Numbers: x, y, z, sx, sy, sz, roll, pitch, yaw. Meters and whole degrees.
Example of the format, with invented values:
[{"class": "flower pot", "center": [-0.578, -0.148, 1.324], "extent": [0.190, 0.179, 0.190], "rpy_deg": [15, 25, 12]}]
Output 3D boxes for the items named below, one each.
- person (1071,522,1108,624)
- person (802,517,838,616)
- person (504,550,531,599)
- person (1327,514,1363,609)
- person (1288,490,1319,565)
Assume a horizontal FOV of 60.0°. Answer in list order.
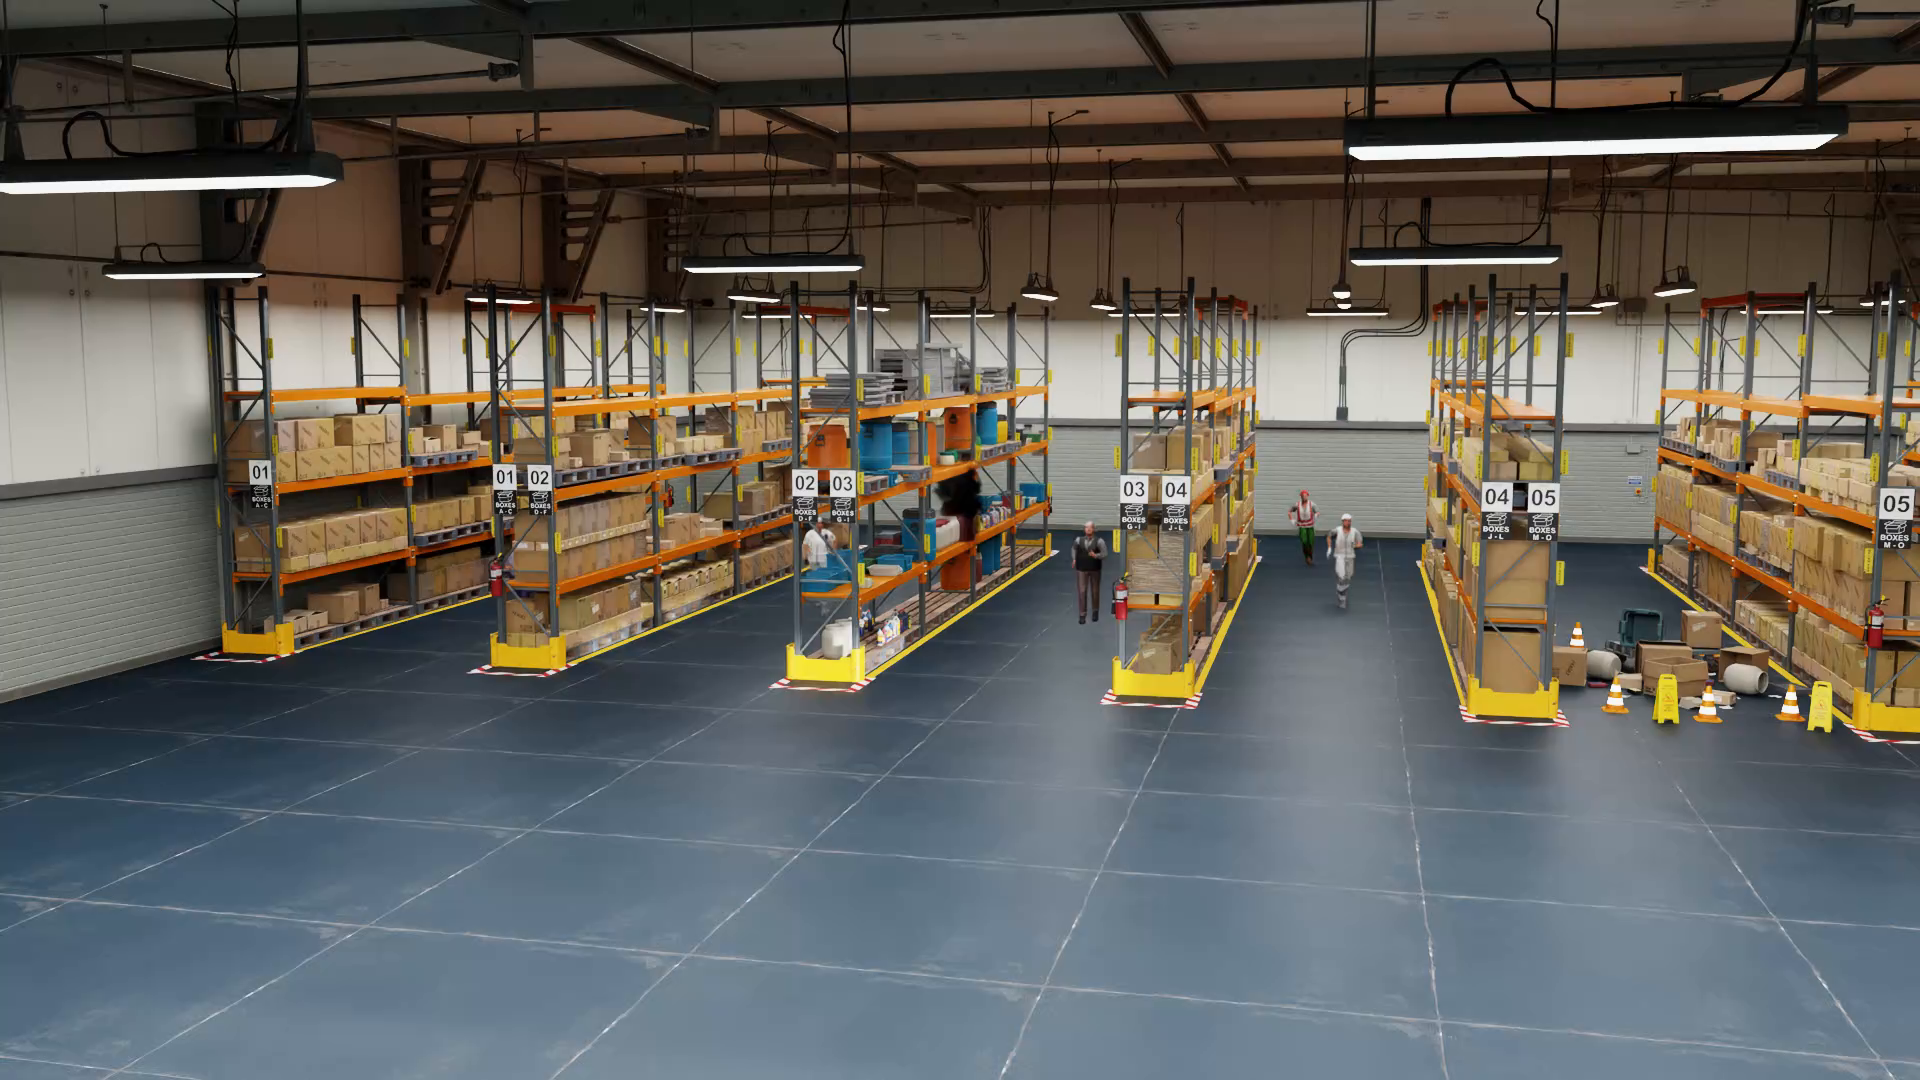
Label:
[{"class": "person", "center": [2.213, 0.570, 28.586], "extent": [0.656, 1.761, 0.904], "rpy_deg": [1, 7, 11]}, {"class": "person", "center": [-2.567, 0.463, 30.236], "extent": [0.592, 1.787, 0.707], "rpy_deg": [1, 7, 10]}, {"class": "person", "center": [-7.822, 0.789, 29.603], "extent": [0.592, 1.702, 0.747], "rpy_deg": [0, 7, 0]}, {"class": "person", "center": [7.482, 0.397, 32.347], "extent": [0.643, 1.844, 0.876], "rpy_deg": [0, 7, 1]}, {"class": "person", "center": [7.986, -0.297, 38.569], "extent": [0.693, 1.729, 0.763], "rpy_deg": [0, 7, -1]}]
